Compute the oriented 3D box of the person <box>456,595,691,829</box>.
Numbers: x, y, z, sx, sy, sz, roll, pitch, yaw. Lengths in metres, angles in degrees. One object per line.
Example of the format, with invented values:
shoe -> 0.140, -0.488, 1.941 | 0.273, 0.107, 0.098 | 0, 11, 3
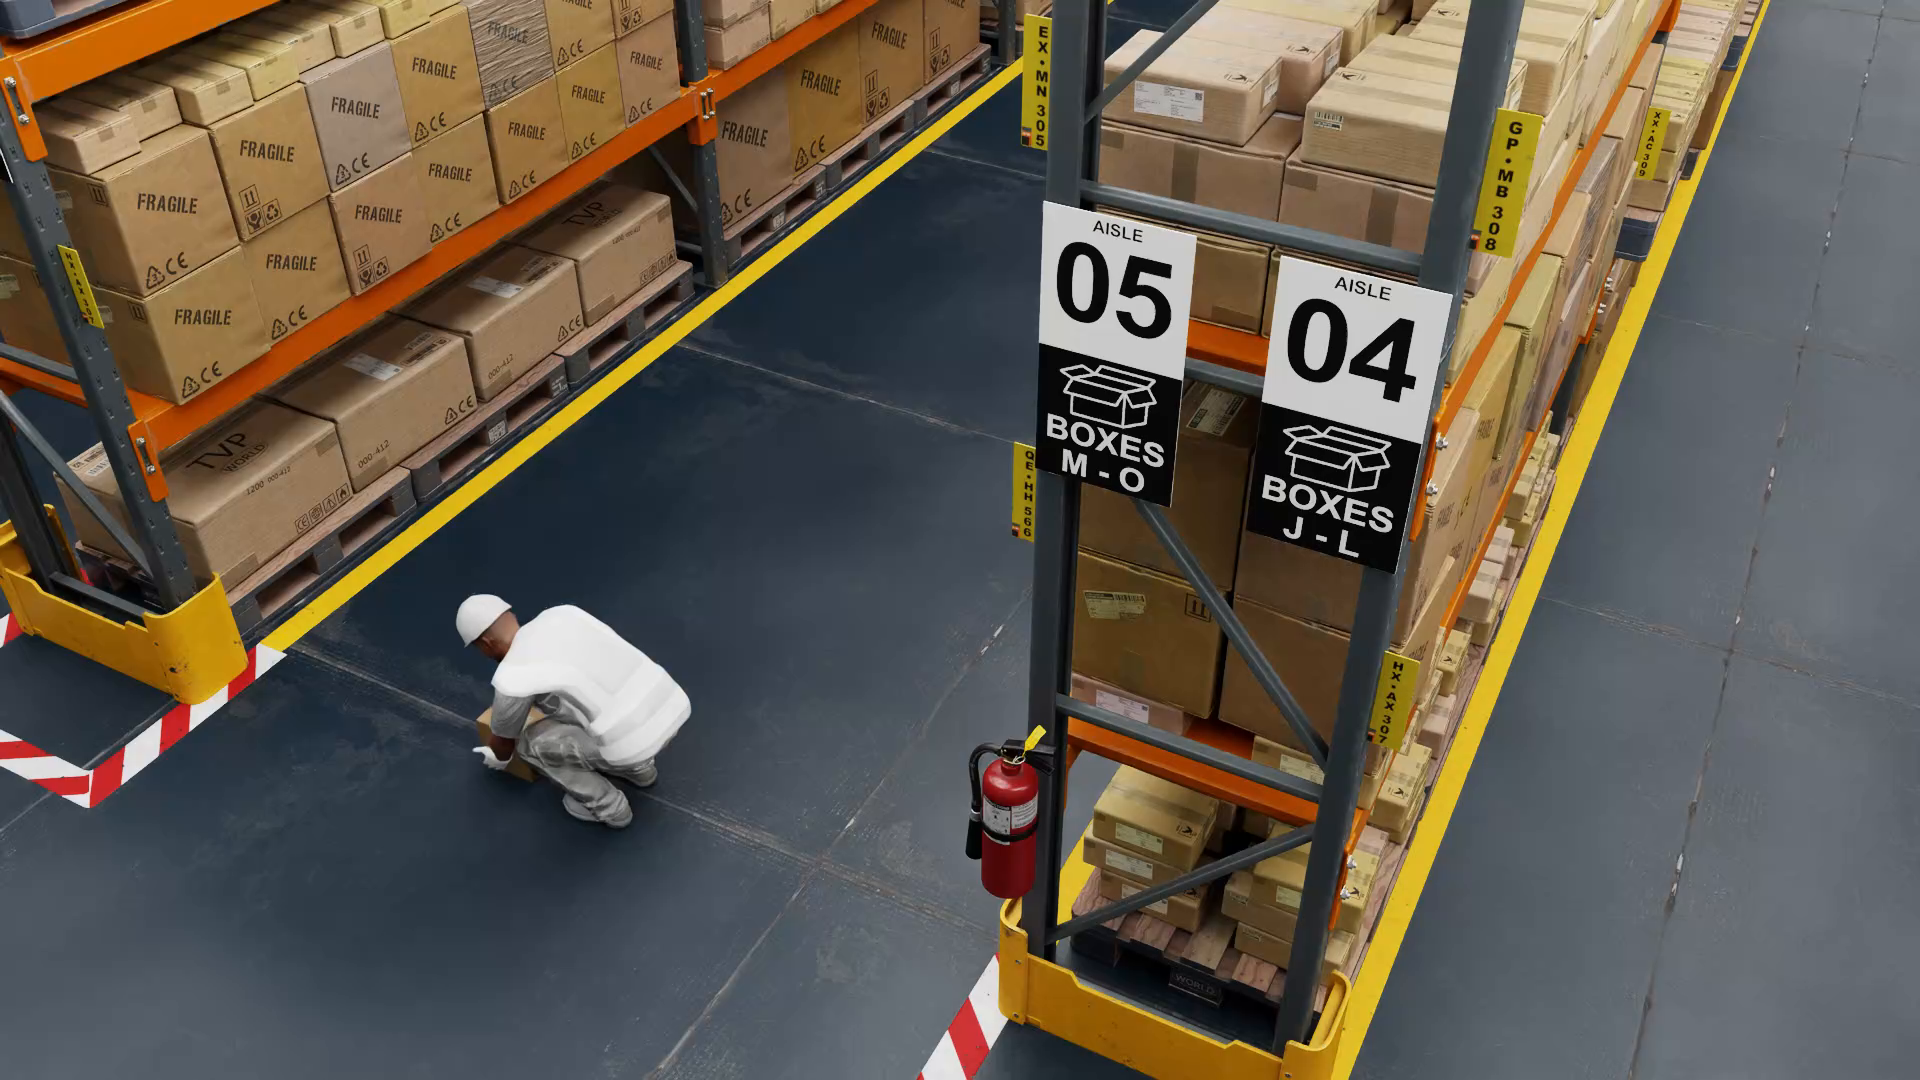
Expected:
person -> -1.530, 0.666, 6.591 | 0.906, 0.909, 0.568 | 18, 41, 21
